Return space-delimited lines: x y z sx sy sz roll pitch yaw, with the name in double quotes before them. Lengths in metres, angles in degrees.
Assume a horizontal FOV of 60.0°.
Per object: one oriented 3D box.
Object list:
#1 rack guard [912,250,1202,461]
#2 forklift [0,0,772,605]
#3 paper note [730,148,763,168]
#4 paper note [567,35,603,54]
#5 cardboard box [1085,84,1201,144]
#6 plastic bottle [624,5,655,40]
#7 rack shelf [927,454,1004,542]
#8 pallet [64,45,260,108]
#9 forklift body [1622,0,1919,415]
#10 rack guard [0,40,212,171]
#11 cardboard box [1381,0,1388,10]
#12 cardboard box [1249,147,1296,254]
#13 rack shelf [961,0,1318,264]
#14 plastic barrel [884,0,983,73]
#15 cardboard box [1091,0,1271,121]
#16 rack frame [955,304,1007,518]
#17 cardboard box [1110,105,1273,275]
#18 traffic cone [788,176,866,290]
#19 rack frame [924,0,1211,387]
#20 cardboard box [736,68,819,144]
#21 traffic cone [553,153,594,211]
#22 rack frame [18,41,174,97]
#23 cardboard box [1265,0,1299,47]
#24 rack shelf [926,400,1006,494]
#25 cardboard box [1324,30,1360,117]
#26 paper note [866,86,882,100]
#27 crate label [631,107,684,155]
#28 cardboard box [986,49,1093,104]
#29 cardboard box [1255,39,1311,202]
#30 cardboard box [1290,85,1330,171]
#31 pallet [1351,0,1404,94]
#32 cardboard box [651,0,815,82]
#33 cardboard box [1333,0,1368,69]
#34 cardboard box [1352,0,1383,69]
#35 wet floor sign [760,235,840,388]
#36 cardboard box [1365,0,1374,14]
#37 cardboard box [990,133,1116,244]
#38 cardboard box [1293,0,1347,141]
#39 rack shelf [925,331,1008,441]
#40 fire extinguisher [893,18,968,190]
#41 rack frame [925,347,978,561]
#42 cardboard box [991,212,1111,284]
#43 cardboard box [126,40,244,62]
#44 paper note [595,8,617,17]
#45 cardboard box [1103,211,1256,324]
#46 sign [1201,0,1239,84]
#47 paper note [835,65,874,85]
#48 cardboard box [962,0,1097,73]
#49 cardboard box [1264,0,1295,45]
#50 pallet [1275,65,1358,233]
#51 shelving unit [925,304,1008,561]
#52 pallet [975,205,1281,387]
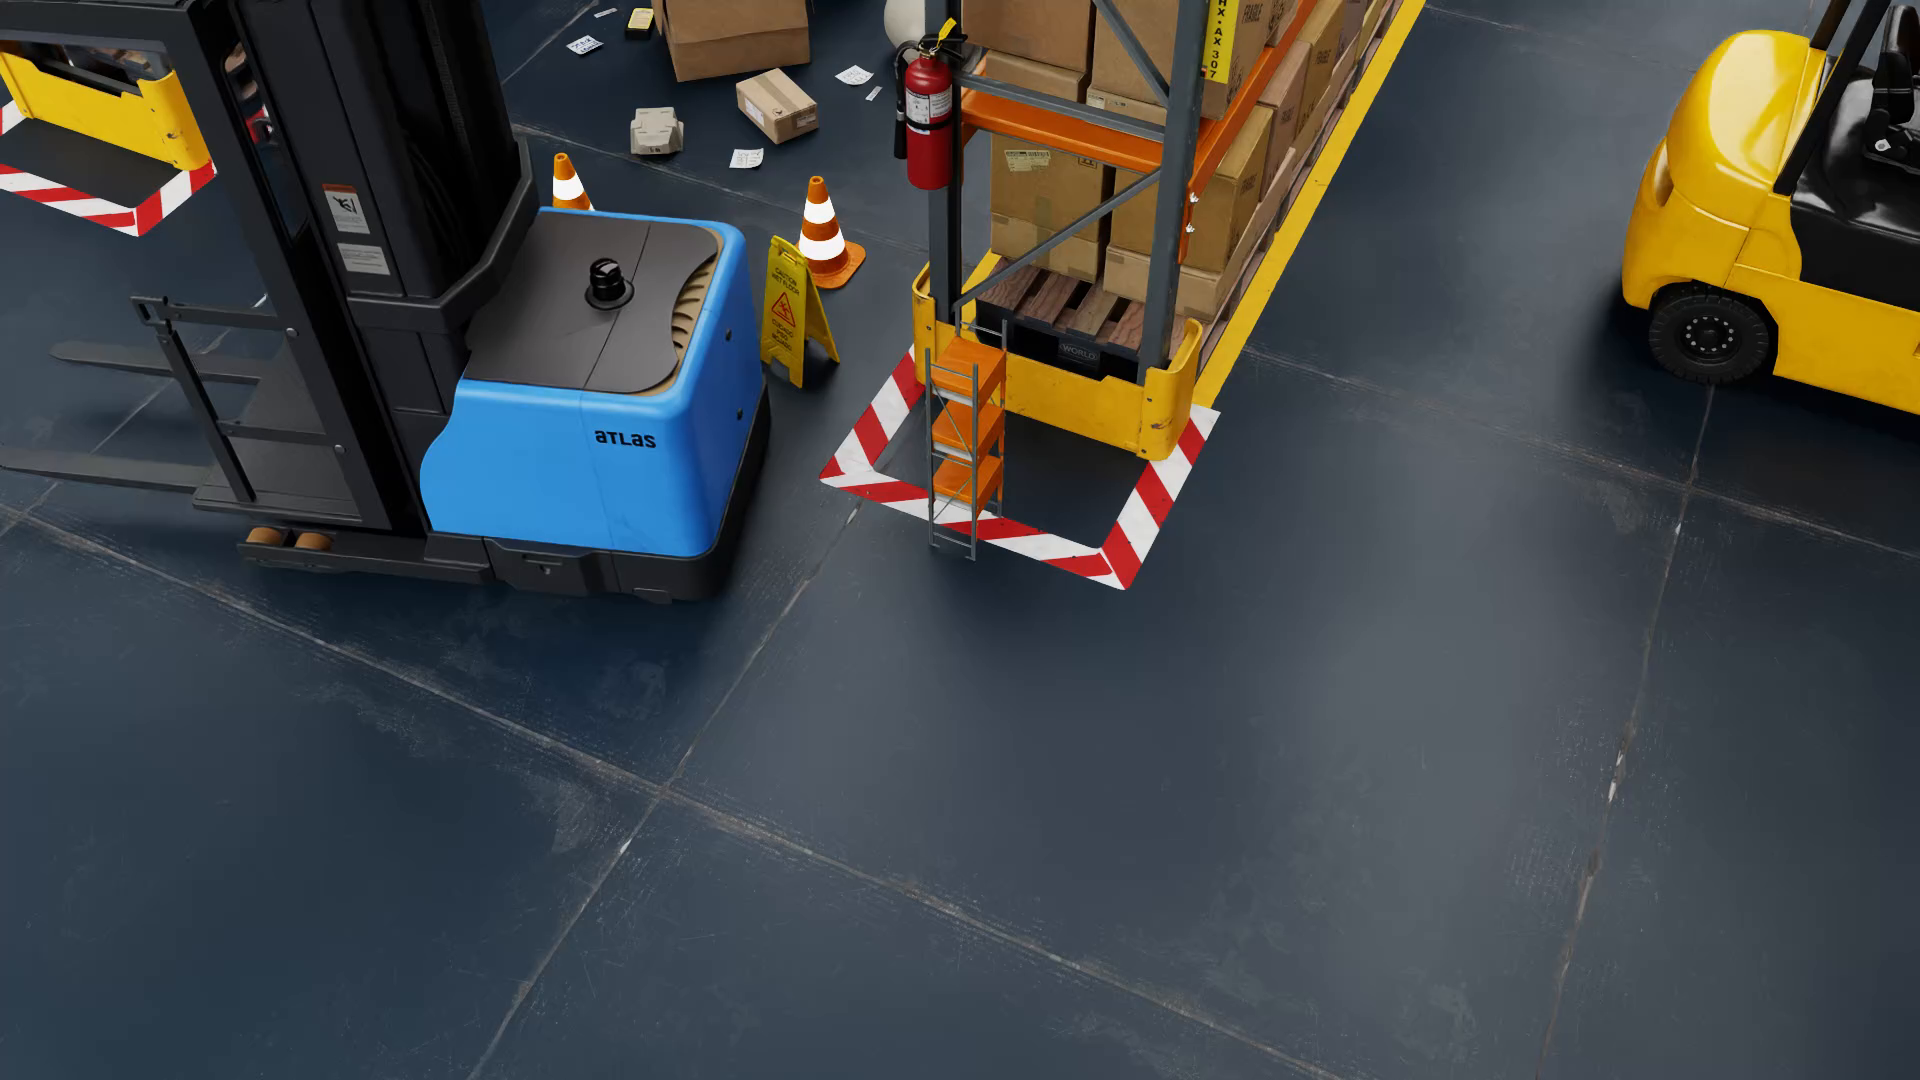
"rack guard" 0.386 -0.778 6.899 1.175 0.500 0.348 20 52 16
"forklift" -2.338 -1.216 5.675 3.031 2.935 1.130 6 50 5
"paper note" -1.043 -1.872 8.138 0.148 0.019 0.142 4 50 3
"paper note" -1.978 -2.613 8.769 0.142 0.017 0.144 -37 59 -27
"cardboard box" 0.686 -1.621 6.140 0.380 0.149 0.250 20 52 16
"plastic bottle" -1.699 -2.782 8.892 0.133 0.061 0.283 4 50 3
"rack shelf" 0.023 -0.190 6.416 0.215 0.259 0.240 20 52 16
"pallet" -3.895 -2.749 8.766 1.003 0.211 1.213 20 52 16
"forklift body" 4.003 -1.548 6.470 2.313 2.155 1.214 20 52 16
"rack guard" -4.176 -2.250 8.151 1.175 0.500 0.348 20 52 16
"cardboard box" 2.053 -3.041 8.712 0.500 0.250 0.500 22 53 18
"cardboard box" 1.173 -1.595 7.483 0.500 0.250 0.500 22 53 17
"rack shelf" 1.208 -2.680 7.348 1.077 0.370 4.000 20 52 16
"plastic barrel" -0.133 -2.616 8.513 0.421 0.421 0.512 -19 52 -16
"cardboard box" 0.806 -1.900 5.952 0.500 0.500 0.500 19 52 16
"rack frame" 0.075 -0.461 6.268 0.200 1.050 0.008 20 52 16
"cardboard box" 0.957 -1.506 6.914 0.500 0.500 0.500 18 52 15
"traffic cone" -0.629 -1.429 7.478 0.336 0.463 0.334 20 52 16
"rack frame" 0.353 -1.536 5.902 1.000 3.000 0.127 20 52 16
"cardboard box" -0.914 -2.171 8.315 0.250 0.149 0.380 -28 55 -22
"traffic cone" -1.778 -1.556 7.586 0.336 0.463 0.334 20 52 16
"rack frame" -4.165 -3.077 7.214 1.000 3.000 0.127 20 52 16
"cardboard box" 1.117 -2.115 6.561 0.380 0.149 0.250 21 53 17
"rack shelf" 0.023 -0.370 6.205 0.215 0.259 0.240 20 52 16
"cardboard box" 1.613 -2.322 8.101 0.500 0.250 0.500 21 53 17
"paper note" -0.439 -2.284 8.502 0.032 0.001 0.123 20 52 16
"crate label" -1.498 -2.012 8.188 0.250 0.136 0.298 -4 50 -3
"cardboard box" 0.320 -1.781 6.276 0.380 0.149 0.250 21 53 17
"cardboard box" 1.177 -1.867 7.222 0.500 0.500 0.500 18 52 15
"cardboard box" 1.394 -1.975 7.806 0.500 0.250 0.500 23 53 18
"pallet" 1.807 -2.912 8.905 1.003 0.211 1.213 20 52 16
"cardboard box" -1.185 -2.760 8.583 0.797 0.503 0.637 -11 51 -9
"cardboard box" 1.619 -2.581 7.829 0.500 0.500 0.500 22 53 18
"cardboard box" 1.834 -2.671 8.398 0.500 0.250 0.500 19 52 15
"wet floor sign" -0.695 -0.990 6.984 0.232 0.644 0.267 -37 59 -27
"cardboard box" 1.836 -2.933 8.128 0.500 0.500 0.500 21 53 17
"cardboard box" 0.460 -1.660 7.046 0.500 0.500 0.500 20 53 16
"cardboard box" 1.399 -2.210 7.513 0.500 0.500 0.500 21 53 17
"rack shelf" 0.023 -0.554 5.988 0.215 0.259 0.240 20 52 16
"fire extinguisher" -0.112 -1.582 5.992 0.296 0.674 0.183 20 52 16
"rack frame" -0.029 -0.293 6.125 0.200 1.050 0.008 20 52 16
"cardboard box" 0.466 -1.441 7.352 0.500 0.250 0.500 20 52 16
"cardboard box" -3.936 -3.013 8.278 0.875 0.875 0.875 20 53 16
"paper note" -1.914 -2.849 8.982 0.123 0.001 0.032 -28 55 -22
"cardboard box" 0.948 -1.246 7.186 0.500 0.250 0.500 19 52 16
"sign" 0.844 -1.640 5.422 0.100 0.325 0.005 20 52 16
"paper note" -0.544 -2.404 8.599 0.142 0.019 0.148 -37 59 -27
"cardboard box" 0.336 -2.128 6.145 0.500 0.500 0.500 19 52 15
"cardboard box" 1.025 -2.258 6.256 0.500 0.500 0.500 21 53 17
"pallet" 1.287 -2.069 8.187 1.003 0.211 1.213 20 52 16
"shelving unit" 0.023 -0.377 6.196 0.215 1.050 0.252 20 52 16
"pallet" 0.765 -1.232 7.475 1.003 0.211 1.213 20 52 16
